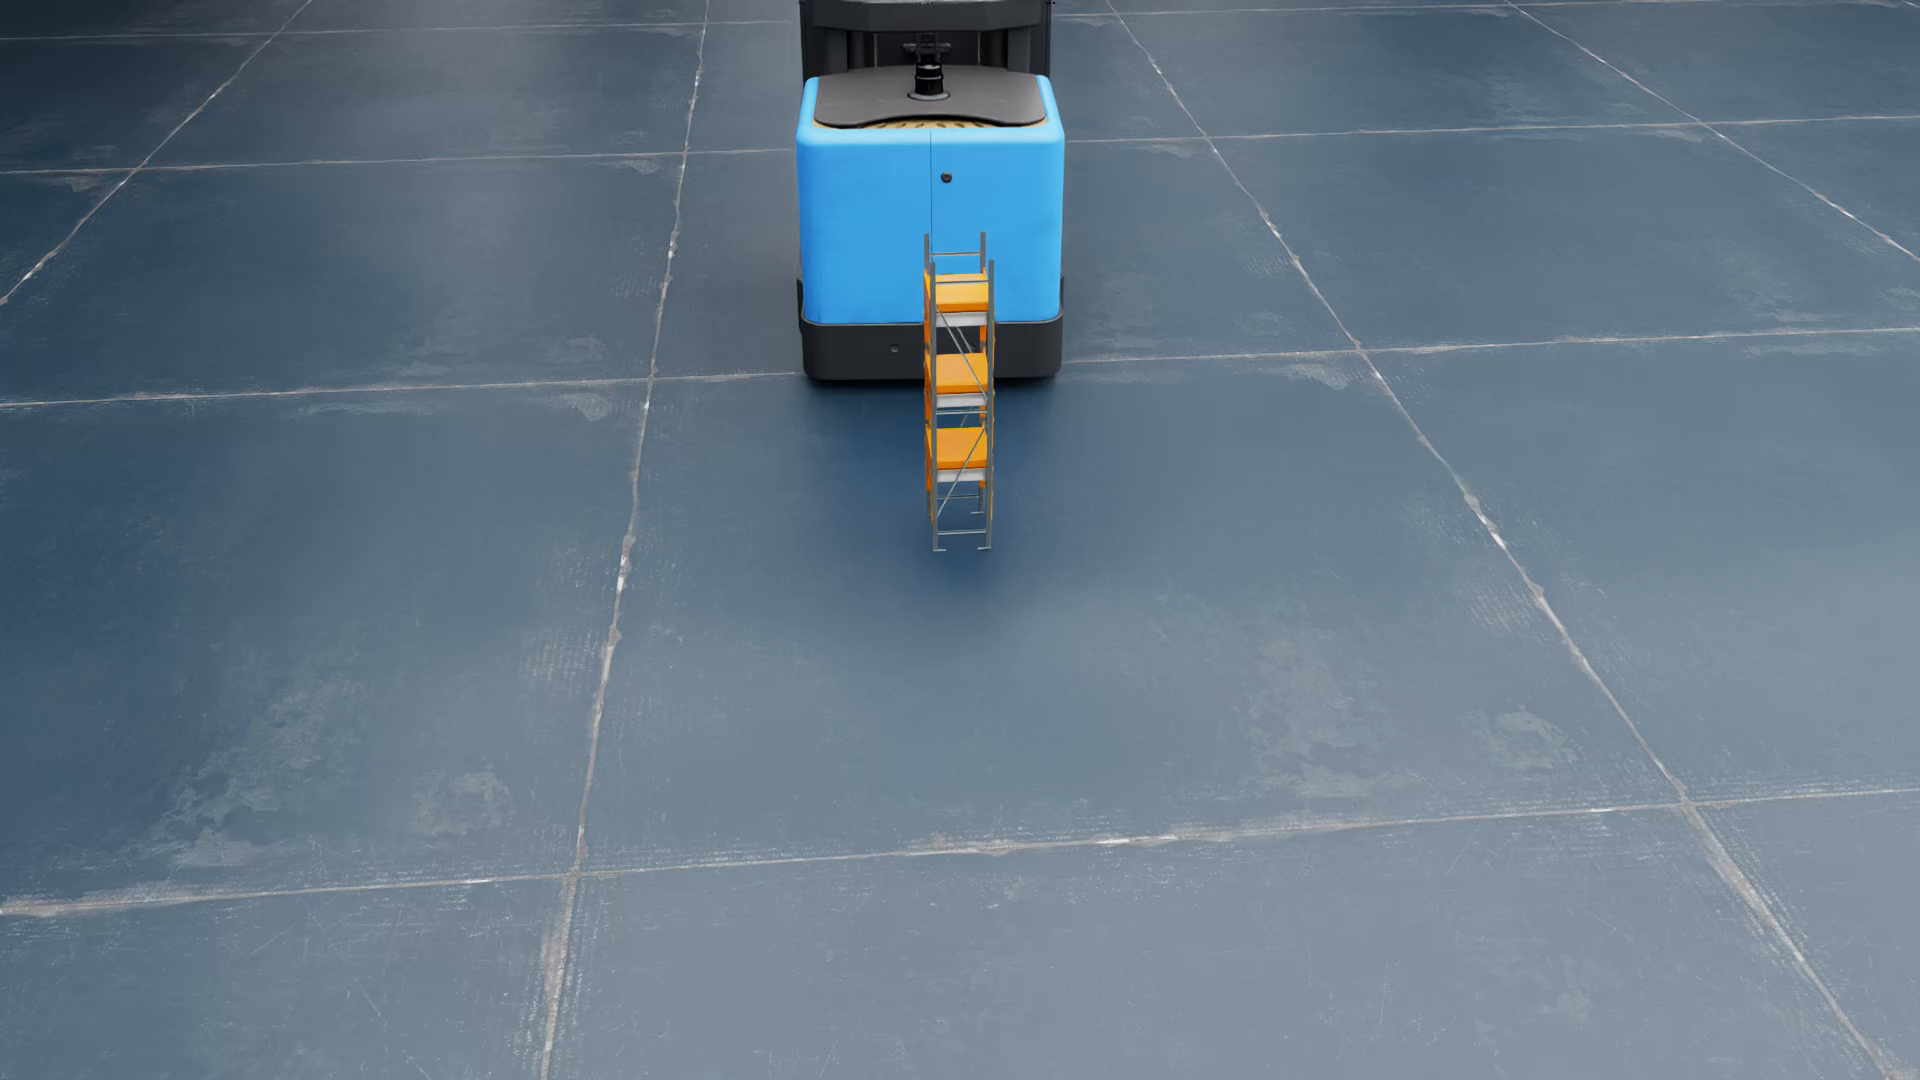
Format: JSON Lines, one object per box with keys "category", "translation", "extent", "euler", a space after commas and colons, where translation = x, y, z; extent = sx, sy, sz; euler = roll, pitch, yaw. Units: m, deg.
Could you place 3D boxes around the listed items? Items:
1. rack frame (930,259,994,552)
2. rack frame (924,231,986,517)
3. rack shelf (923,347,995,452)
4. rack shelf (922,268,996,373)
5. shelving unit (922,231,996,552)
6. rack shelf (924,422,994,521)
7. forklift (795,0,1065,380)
{"category": "rack frame", "translation": [0.006, -0.416, 5.422], "extent": [0.200, 1.050, 0.008], "euler": [-3, 31, -5]}
{"category": "rack frame", "translation": [-0.016, -0.540, 5.631], "extent": [0.200, 1.050, 0.008], "euler": [-3, 31, -5]}
{"category": "rack shelf", "translation": [-0.005, -0.469, 5.532], "extent": [0.215, 0.259, 0.240], "euler": [-3, 31, -5]}
{"category": "rack shelf", "translation": [-0.005, -0.713, 5.386], "extent": [0.215, 0.259, 0.240], "euler": [-3, 31, -5]}
{"category": "shelving unit", "translation": [-0.005, -0.478, 5.527], "extent": [0.215, 1.050, 0.252], "euler": [-3, 31, -5]}
{"category": "rack shelf", "translation": [-0.005, -0.230, 5.674], "extent": [0.215, 0.259, 0.240], "euler": [-3, 31, -5]}
{"category": "forklift", "translation": [-0.156, -2.622, 7.281], "extent": [1.130, 2.935, 3.031], "euler": [-1, 31, -2]}
